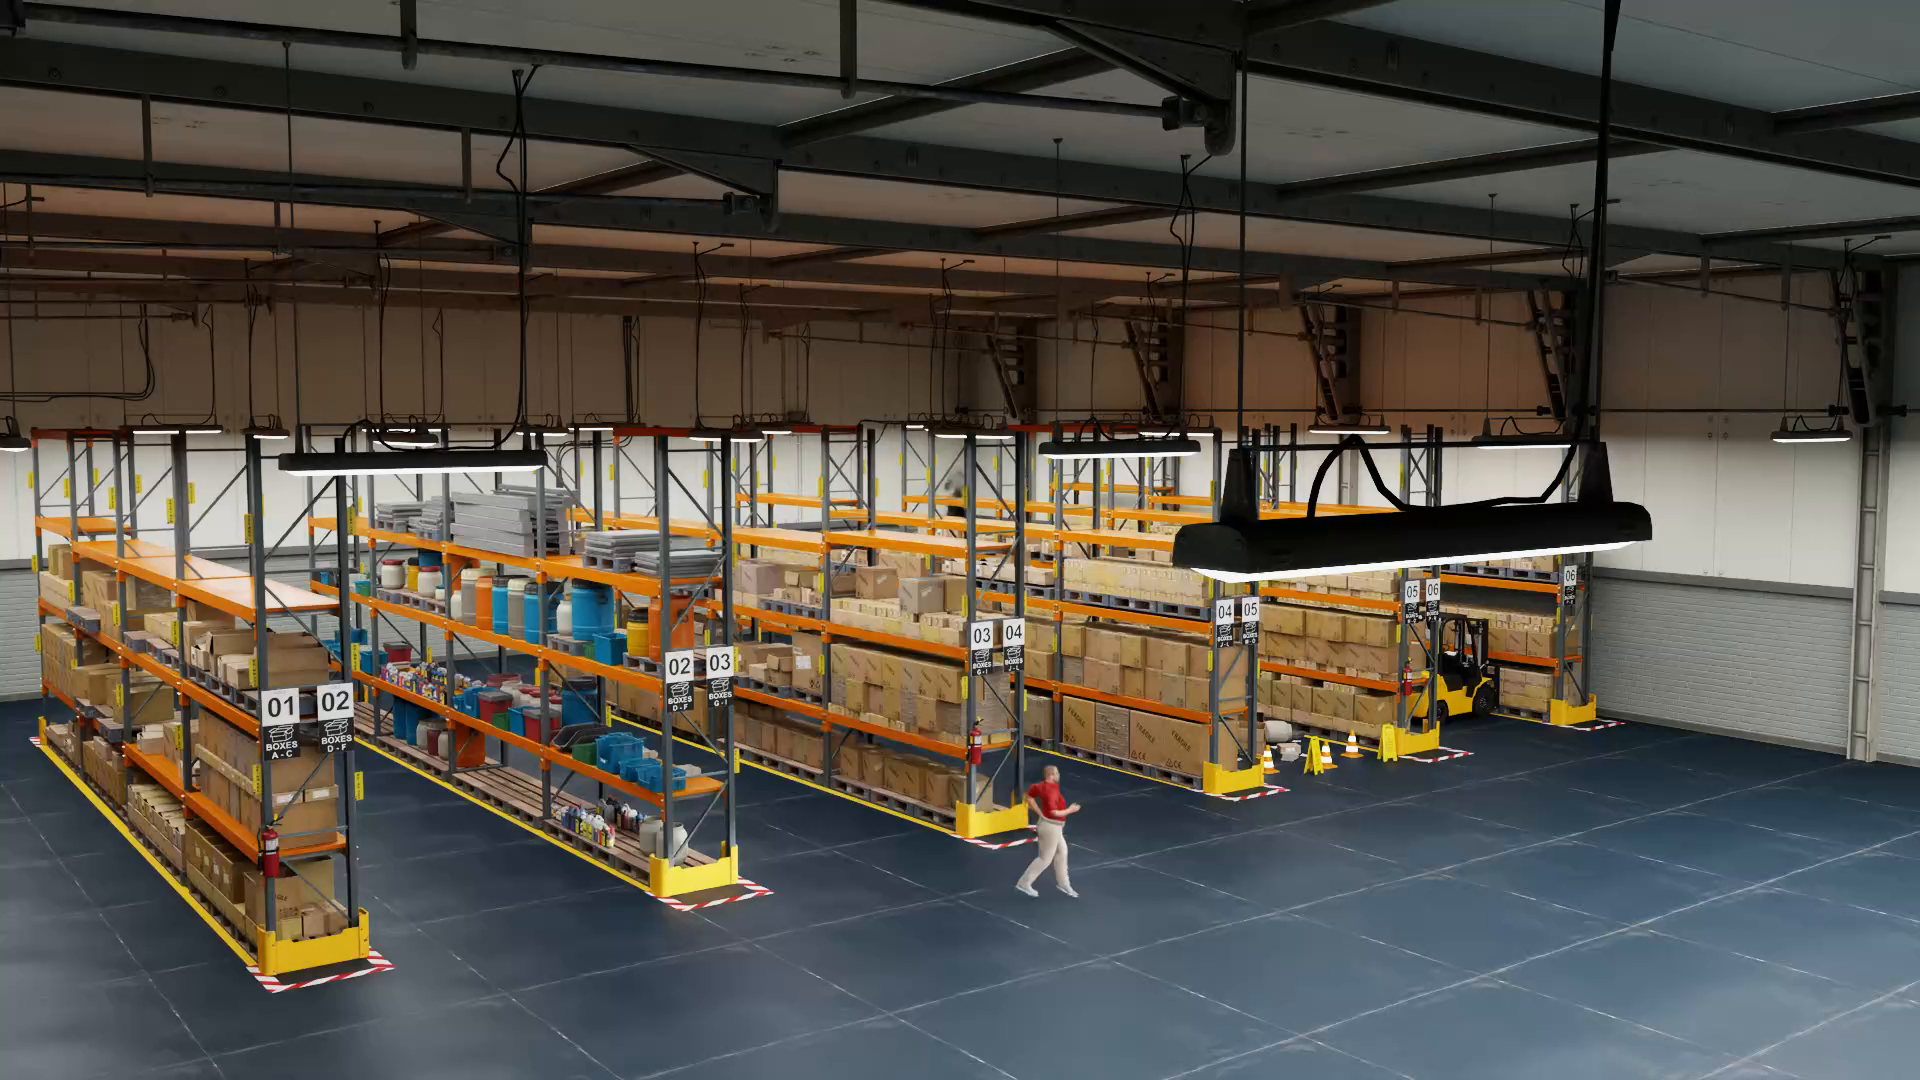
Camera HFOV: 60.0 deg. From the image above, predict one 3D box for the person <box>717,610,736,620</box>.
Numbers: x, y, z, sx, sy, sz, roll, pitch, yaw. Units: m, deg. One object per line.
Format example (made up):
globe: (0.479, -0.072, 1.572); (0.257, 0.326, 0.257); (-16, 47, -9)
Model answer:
person: (-5.788, 2.100, 41.212); (0.698, 1.757, 0.848); (3, 5, 34)

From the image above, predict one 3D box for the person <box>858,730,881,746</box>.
person: (-1.764, 3.019, 31.419); (0.669, 1.695, 0.860); (-4, 6, -43)

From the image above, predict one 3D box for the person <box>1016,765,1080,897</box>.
person: (1.137, 3.787, 21.457); (0.863, 1.789, 0.649); (-1, 5, -7)
